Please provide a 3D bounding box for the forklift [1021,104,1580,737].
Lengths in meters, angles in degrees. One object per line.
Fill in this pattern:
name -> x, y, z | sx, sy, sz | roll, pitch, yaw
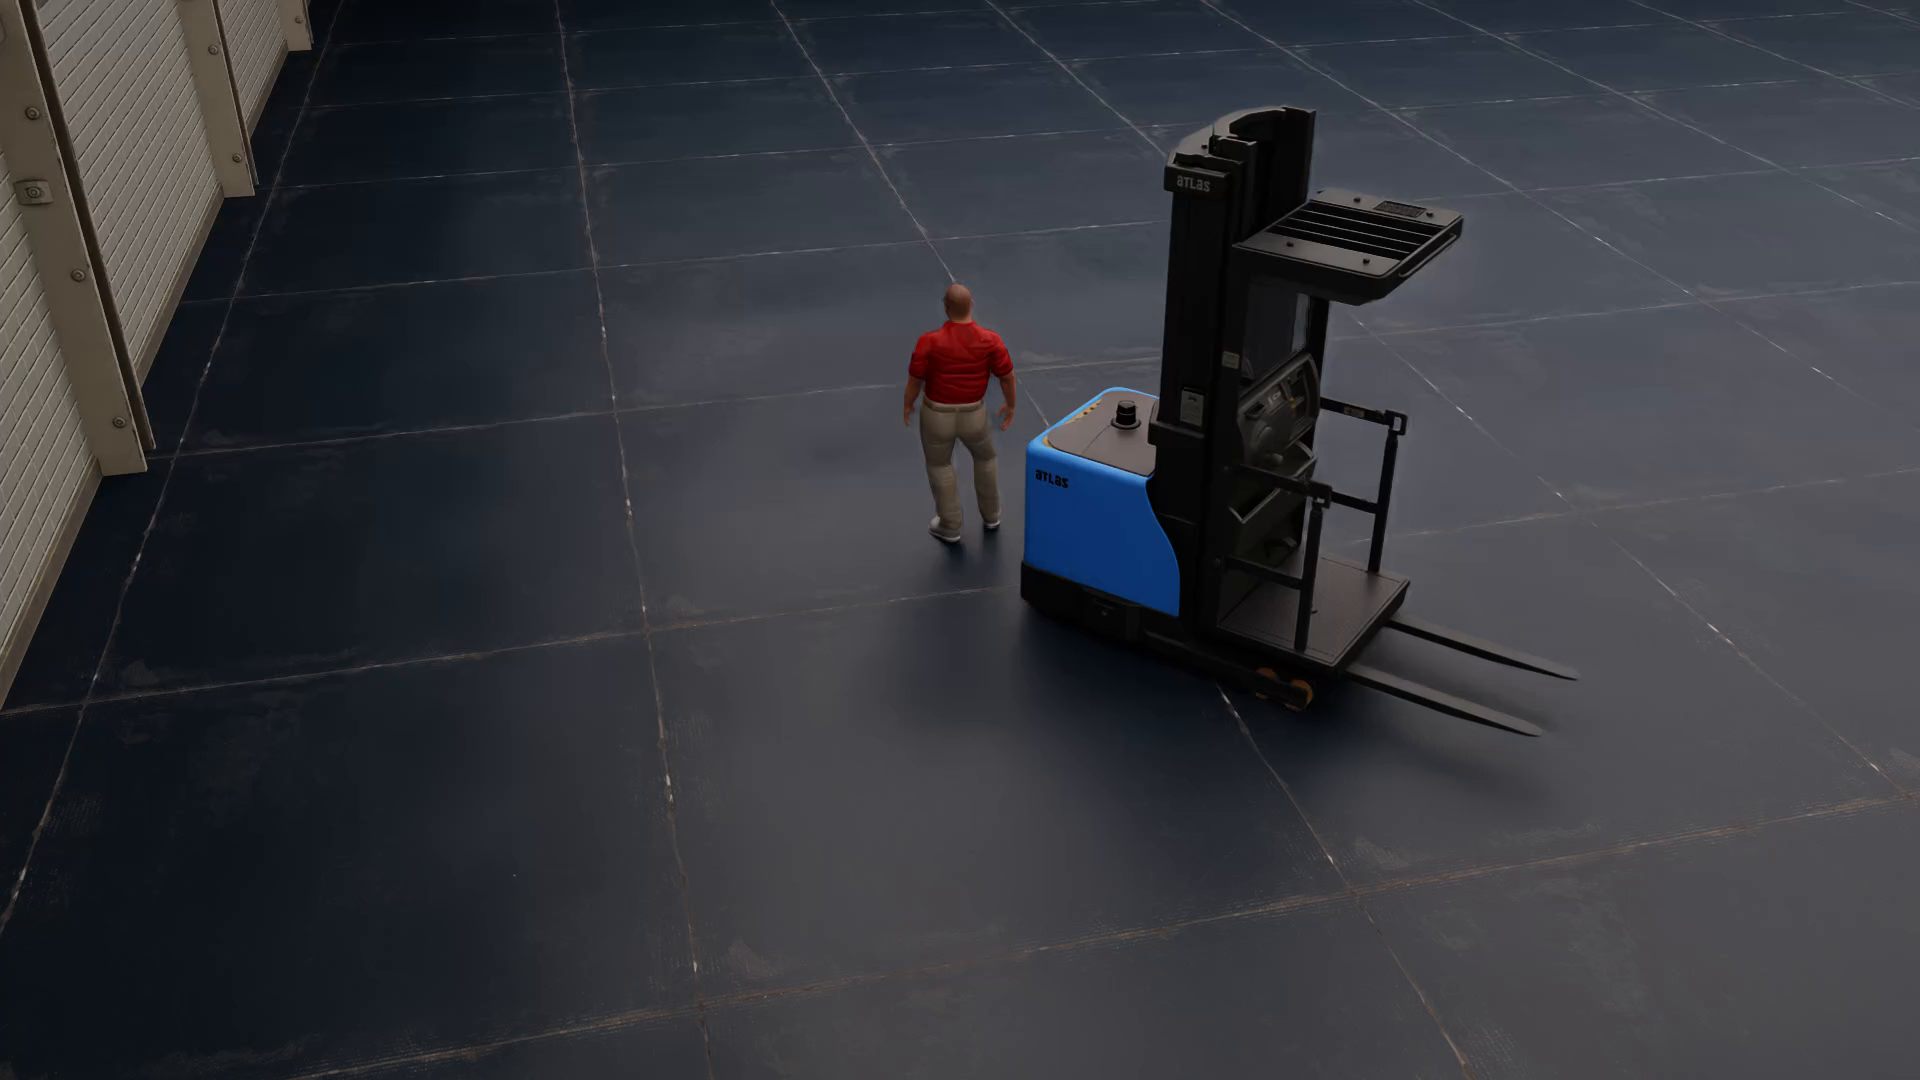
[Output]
forklift -> 1.859, -0.657, 8.710 | 3.031, 2.935, 1.130 | 19, 35, 30

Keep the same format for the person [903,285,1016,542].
person -> -0.010, -0.810, 10.224 | 0.690, 1.711, 0.556 | -5, 30, -8
